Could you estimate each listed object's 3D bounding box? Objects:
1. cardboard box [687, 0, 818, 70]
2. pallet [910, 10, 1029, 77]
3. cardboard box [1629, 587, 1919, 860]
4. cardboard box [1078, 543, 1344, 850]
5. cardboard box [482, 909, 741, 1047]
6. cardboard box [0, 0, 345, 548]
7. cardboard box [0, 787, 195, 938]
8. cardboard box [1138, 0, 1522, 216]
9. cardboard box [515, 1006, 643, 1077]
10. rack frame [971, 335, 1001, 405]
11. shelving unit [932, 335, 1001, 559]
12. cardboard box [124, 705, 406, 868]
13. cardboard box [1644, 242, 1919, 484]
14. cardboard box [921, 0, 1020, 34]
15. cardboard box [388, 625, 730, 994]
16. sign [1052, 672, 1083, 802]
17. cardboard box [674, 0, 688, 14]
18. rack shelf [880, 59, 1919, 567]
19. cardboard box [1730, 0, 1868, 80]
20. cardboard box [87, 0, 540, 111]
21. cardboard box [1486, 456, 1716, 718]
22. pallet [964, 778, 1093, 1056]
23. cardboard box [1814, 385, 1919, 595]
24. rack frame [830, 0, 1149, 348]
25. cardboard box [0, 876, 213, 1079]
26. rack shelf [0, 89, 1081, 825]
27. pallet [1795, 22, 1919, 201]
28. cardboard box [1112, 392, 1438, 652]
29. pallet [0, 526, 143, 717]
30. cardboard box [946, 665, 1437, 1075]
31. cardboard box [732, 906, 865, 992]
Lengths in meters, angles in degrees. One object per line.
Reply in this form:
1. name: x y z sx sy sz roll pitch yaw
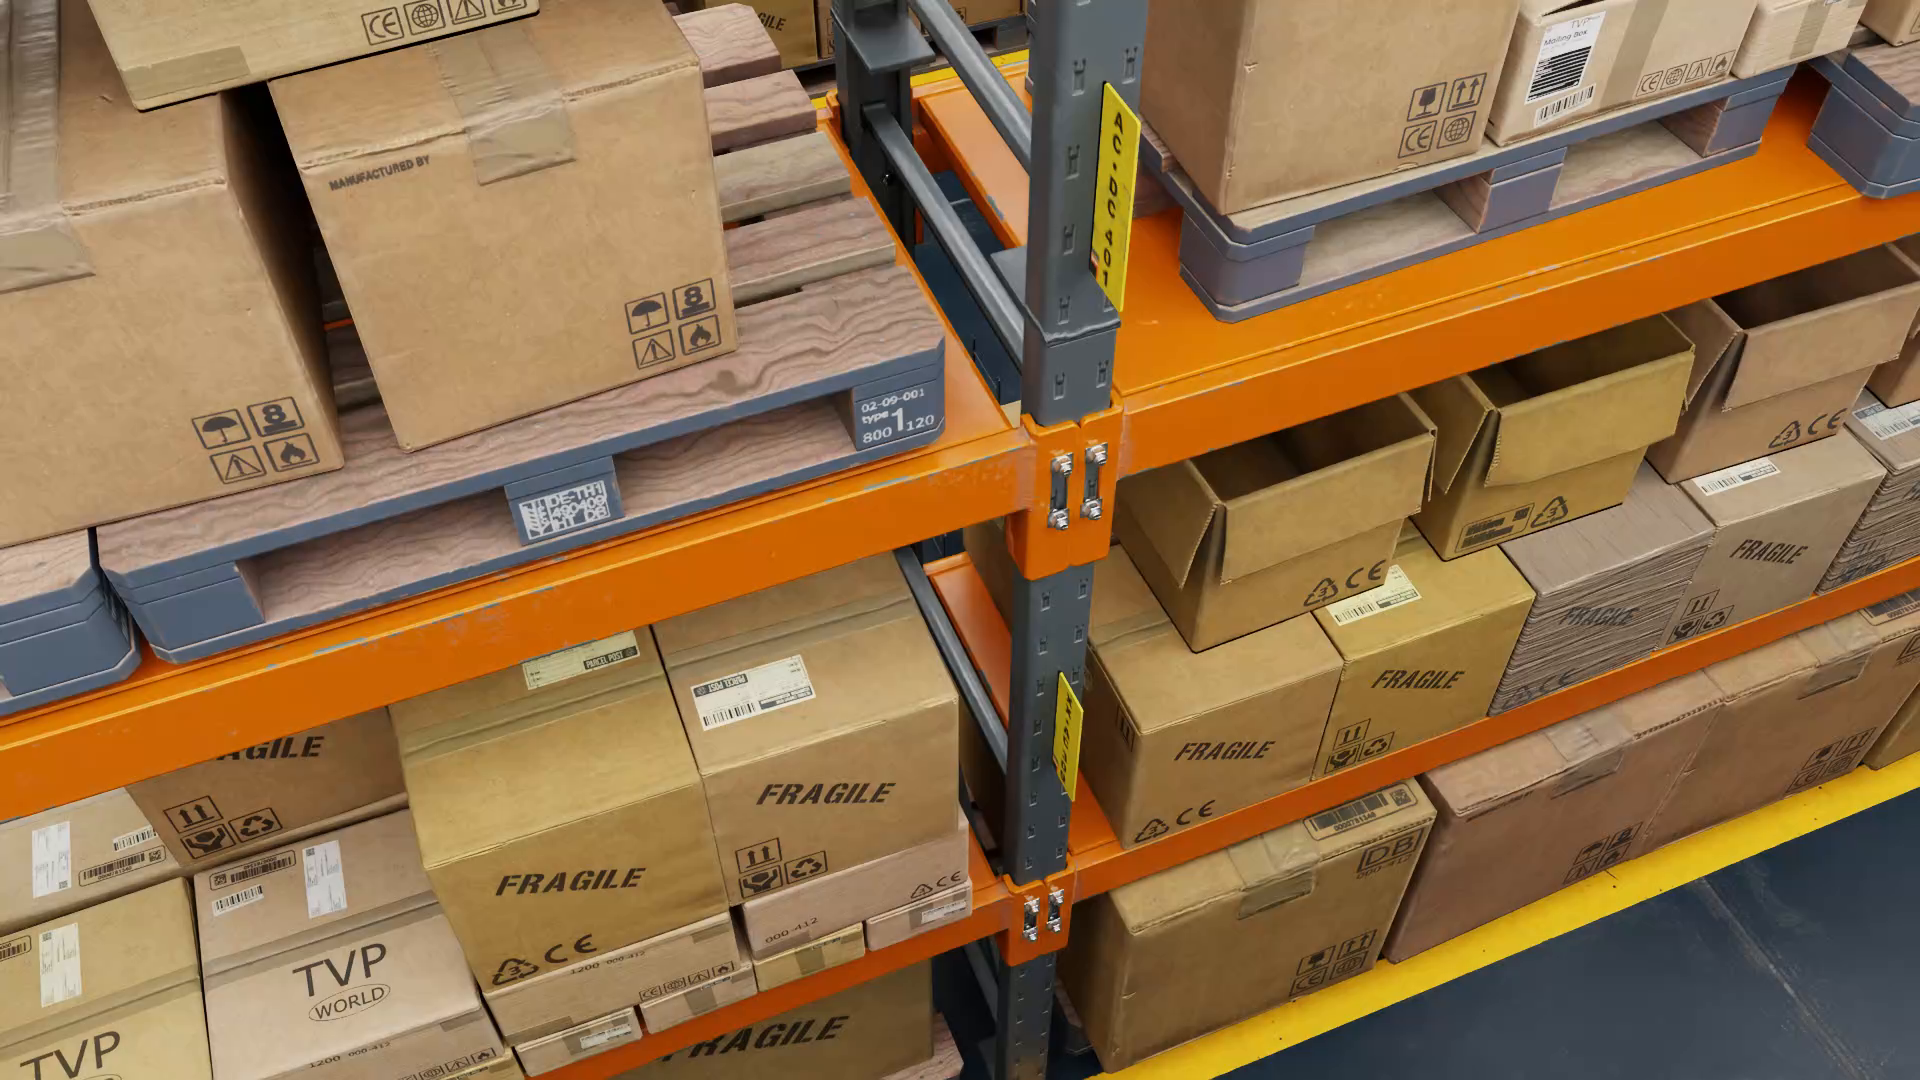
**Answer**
1. cardboard box: -0.995 -2.546 7.830 0.500 0.500 0.500 -15 51 -13
2. pallet: 0.072 -2.867 8.573 1.213 0.211 1.003 -17 52 -14
3. cardboard box: 2.230 0.156 5.263 0.875 0.875 1.225 -17 51 -14
4. cardboard box: 0.522 0.325 3.927 0.500 0.500 0.500 -17 51 -14
5. cardboard box: -0.786 0.727 3.551 0.500 0.250 0.500 -16 51 -13
6. cardboard box: -1.199 -0.447 2.271 0.500 0.500 0.700 -15 51 -12
7. cardboard box: -1.931 0.645 3.622 0.500 0.250 0.500 -17 51 -14
8. cardboard box: 0.535 -1.006 2.817 0.500 0.500 0.700 -16 51 -13
9. cardboard box: -0.870 0.935 3.635 0.250 0.149 0.380 -16 51 -14
10. rack frame: 0.087 -0.320 5.932 0.006 0.900 0.240 -17 52 -14
11. shelving unit: -0.008 -0.291 5.907 0.210 0.900 0.258 -17 52 -14
12. cardboard box: -1.477 0.268 3.451 0.500 0.500 0.500 -19 52 -15
13. cardboard box: 1.799 -0.612 4.071 0.637 0.503 0.797 -16 51 -13
14. cardboard box: -0.026 -2.859 8.099 0.500 0.500 0.500 -16 51 -14
15. cardboard box: -0.788 0.482 3.267 0.500 0.500 0.500 -17 51 -14
16. sign: 0.213 0.396 3.310 0.005 0.325 0.100 -17 52 -14
17. cardboard box: -1.190 -2.910 8.143 0.500 0.500 0.500 -18 52 -15
18. rack shelf: 1.854 -1.002 3.631 4.000 0.370 1.077 -17 52 -14
19. cardboard box: 1.437 -1.040 3.077 0.250 0.149 0.380 -19 52 -16
20. cardboard box: -0.871 -0.844 2.117 0.500 0.250 0.500 -20 52 -17
21. cardboard box: 1.451 0.037 4.175 0.500 0.500 0.500 -18 52 -15
22. pallet: 0.688 0.948 5.296 1.213 0.211 1.003 -17 52 -14
23. cardboard box: 2.399 -0.260 4.430 0.500 0.500 0.500 -19 52 -15
24. rack frame: 0.002 -1.640 1.727 0.127 3.000 1.000 -17 52 -14
25. cardboard box: -1.728 1.017 3.302 0.500 0.250 0.500 -18 52 -15
26. rack shelf: -1.850 0.145 2.645 4.000 0.370 1.077 -17 52 -14
27. pallet: 2.095 -1.204 3.454 1.213 0.211 1.003 -15 51 -13
28. cardboard box: 0.590 -0.234 3.747 0.637 0.503 0.797 -18 52 -15
29. pallet: -1.887 -0.060 2.405 1.213 0.211 1.003 -17 52 -14
30. cardboard box: 0.587 0.672 4.819 0.875 0.875 1.225 -17 51 -14
31. cardboard box: -0.395 0.788 3.762 0.250 0.149 0.380 -16 51 -14
